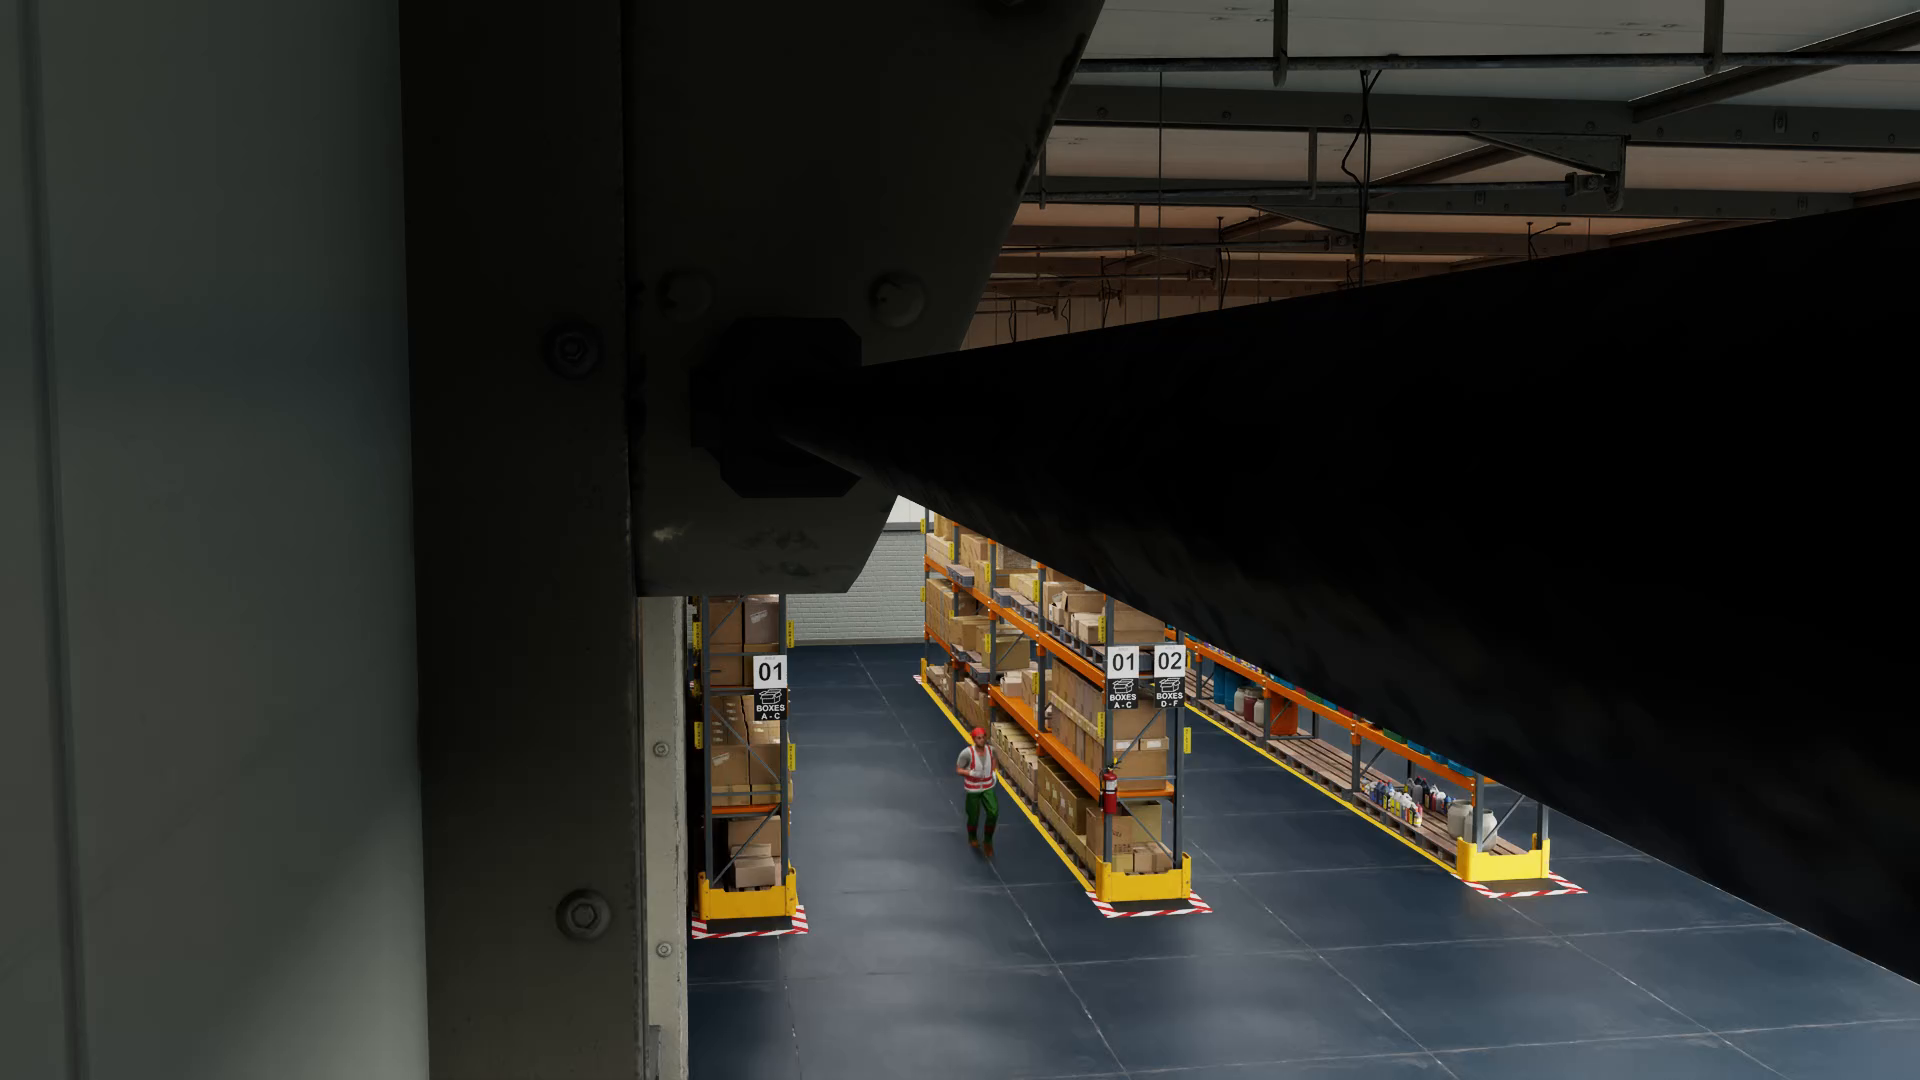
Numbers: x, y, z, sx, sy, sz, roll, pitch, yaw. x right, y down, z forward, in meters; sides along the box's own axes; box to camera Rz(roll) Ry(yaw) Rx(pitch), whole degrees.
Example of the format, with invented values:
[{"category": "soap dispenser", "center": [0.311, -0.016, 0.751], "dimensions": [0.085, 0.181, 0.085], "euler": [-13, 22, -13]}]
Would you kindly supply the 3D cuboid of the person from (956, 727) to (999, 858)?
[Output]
[{"category": "person", "center": [0.237, 3.445, 22.799], "dimensions": [0.620, 1.802, 0.789], "euler": [-1, 5, -14]}]
